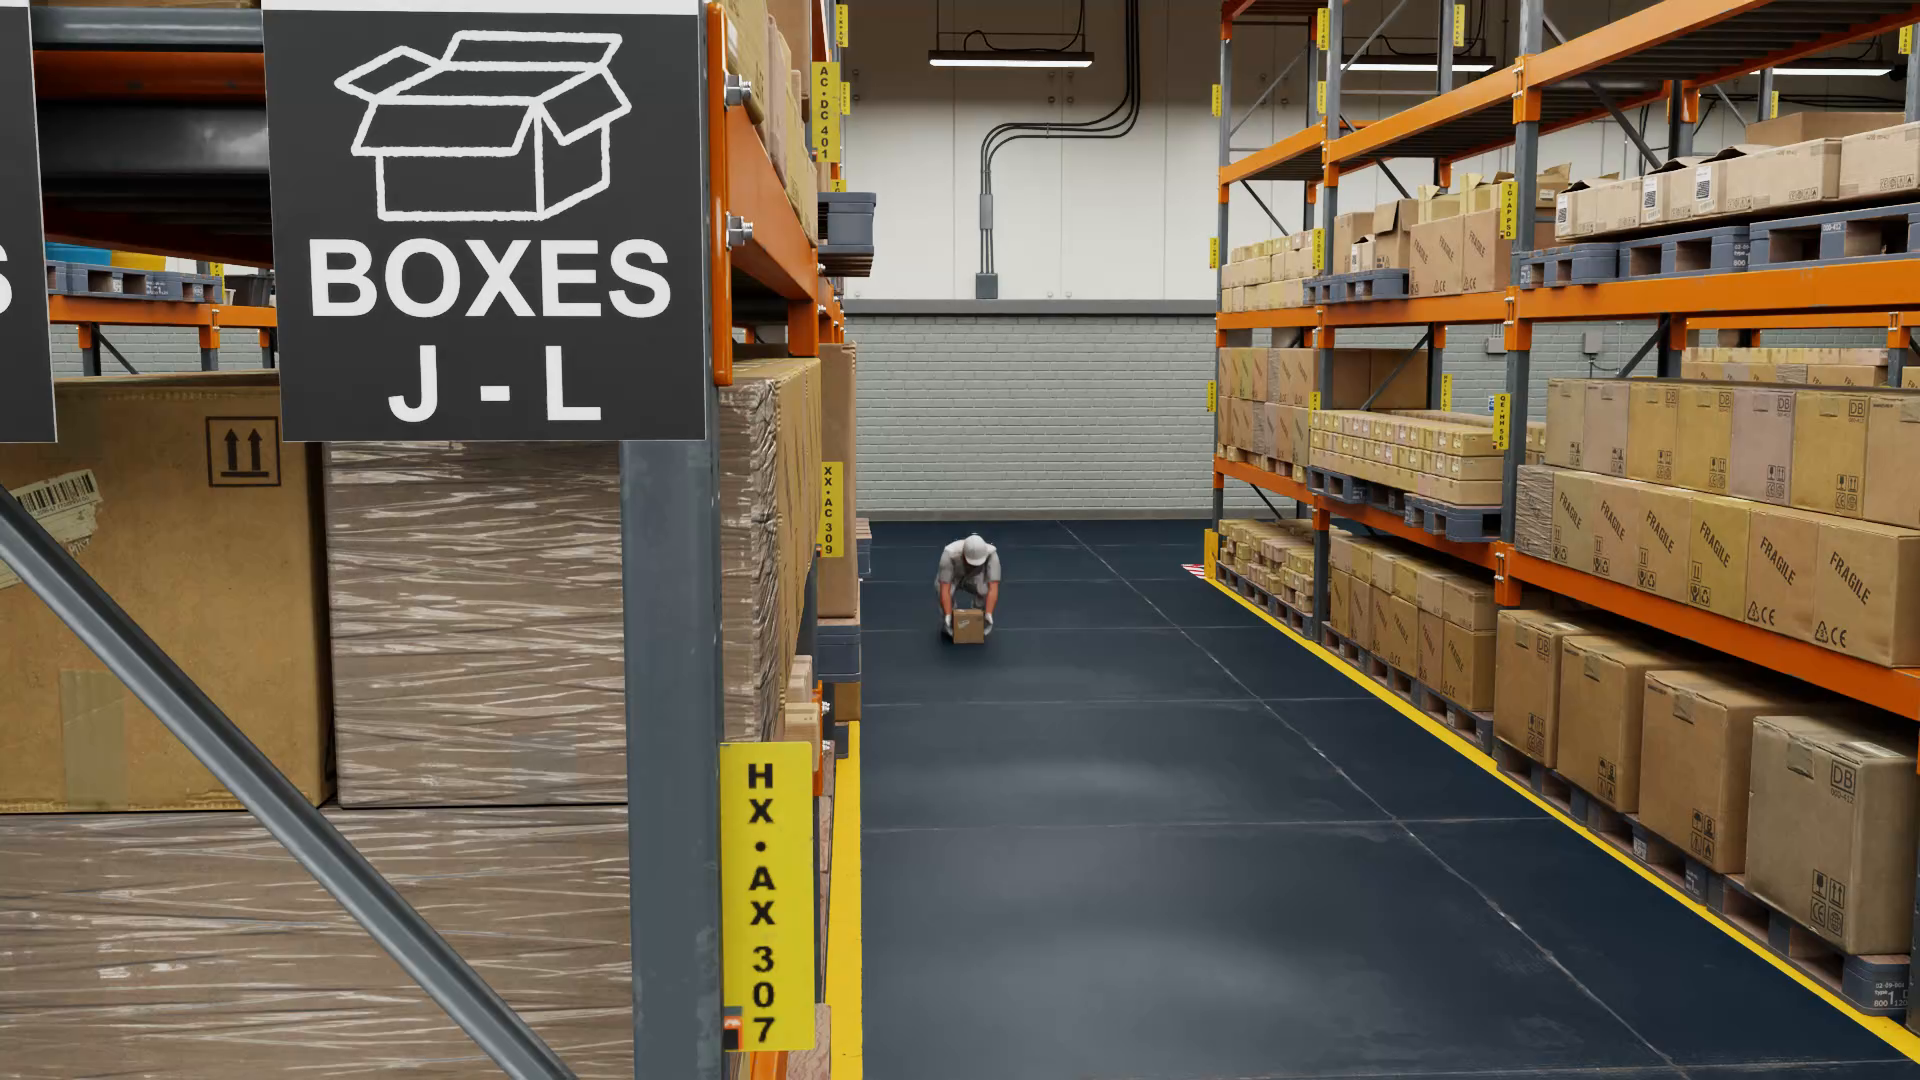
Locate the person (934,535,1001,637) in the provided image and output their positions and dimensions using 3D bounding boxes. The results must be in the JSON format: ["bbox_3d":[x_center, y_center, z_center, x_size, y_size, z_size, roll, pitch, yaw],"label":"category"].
[{"bbox_3d":[0.059,0.368,14.298,0.567,0.909,0.884,0,7,-4],"label":"person"}]
